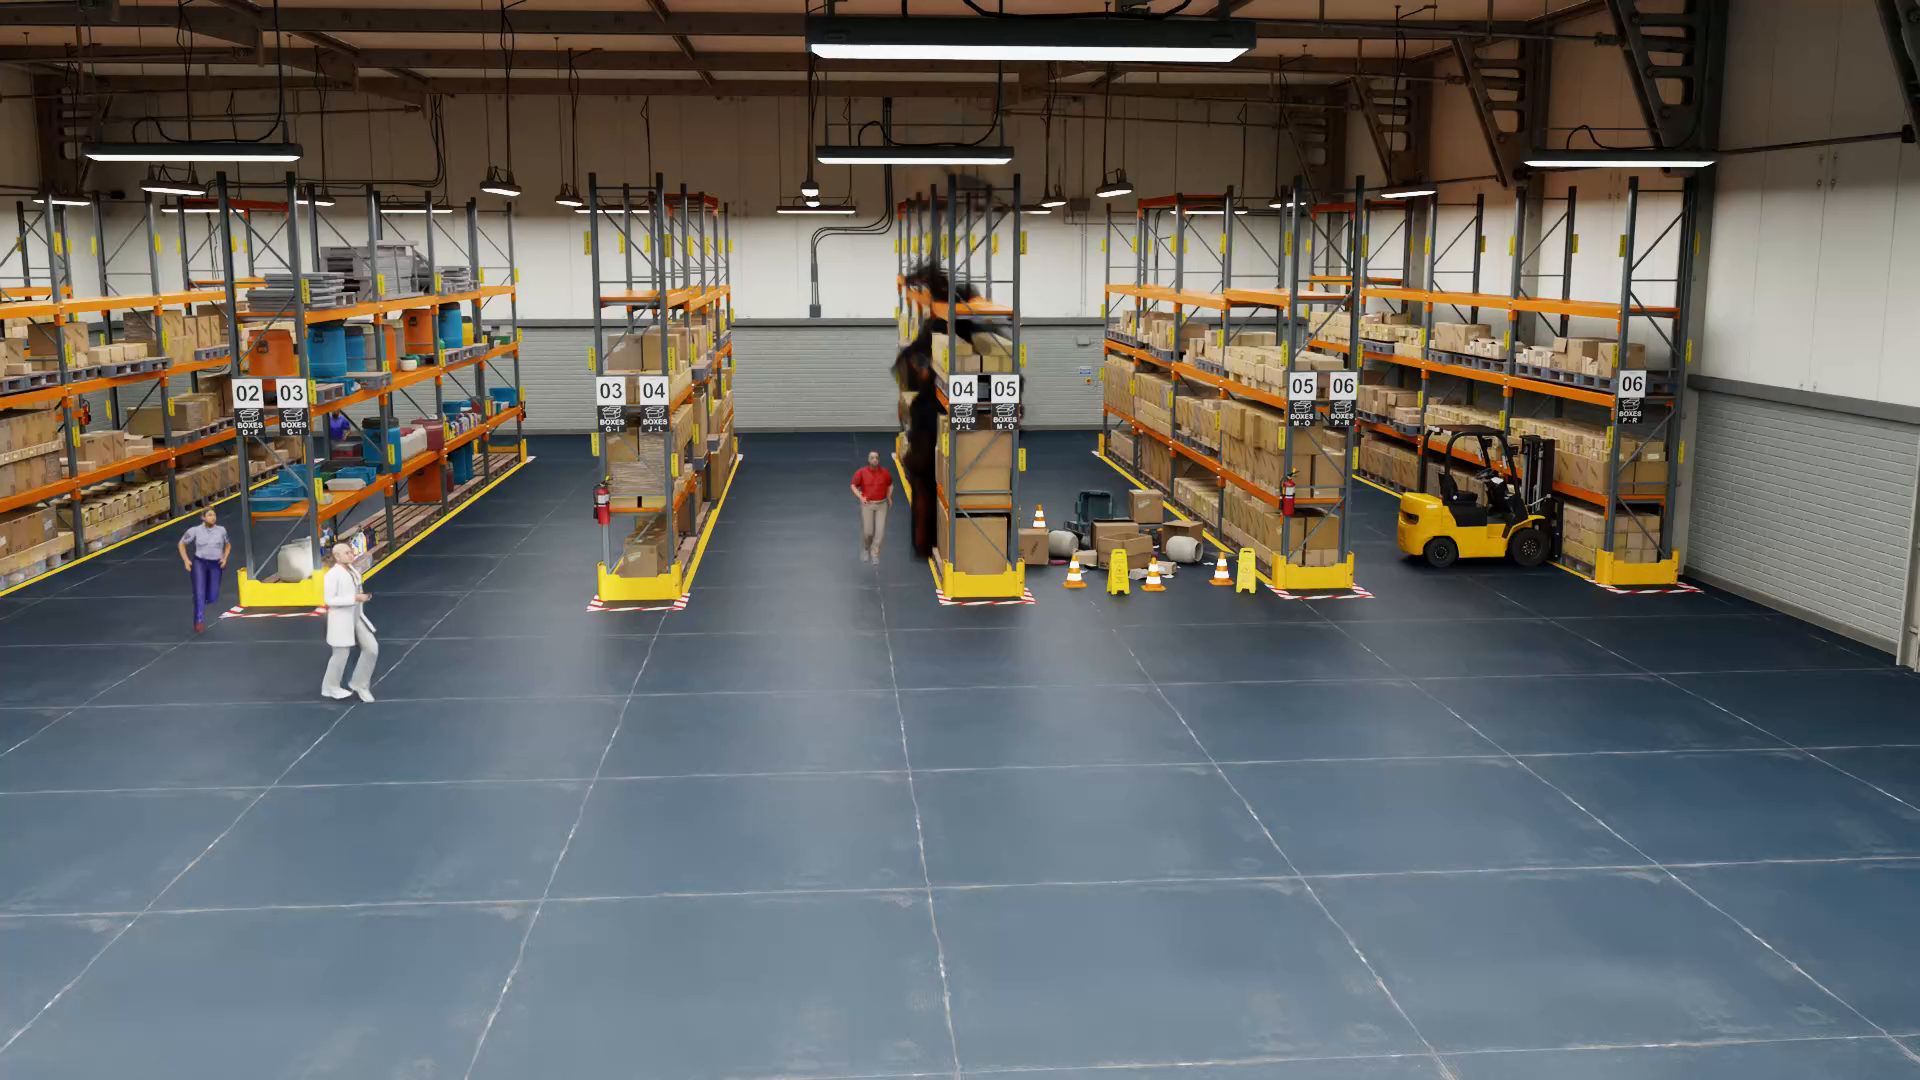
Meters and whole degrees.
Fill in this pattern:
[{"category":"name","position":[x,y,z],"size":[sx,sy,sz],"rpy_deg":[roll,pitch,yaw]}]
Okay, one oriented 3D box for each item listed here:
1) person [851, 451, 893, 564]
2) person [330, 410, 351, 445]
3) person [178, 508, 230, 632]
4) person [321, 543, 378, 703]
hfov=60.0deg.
[{"category":"person","position":[-1.293,-0.479,24.944],"size":[0.649,1.714,0.523],"rpy_deg":[-3,10,-16]},{"category":"person","position":[-13.435,-2.084,35.898],"size":[0.562,1.598,0.561],"rpy_deg":[-2,10,-11]},{"category":"person","position":[-10.041,0.366,22.155],"size":[0.643,1.613,0.648],"rpy_deg":[-8,13,-38]},{"category":"person","position":[-6.748,0.935,18.377],"size":[0.773,1.825,0.698],"rpy_deg":[3,11,17]}]
